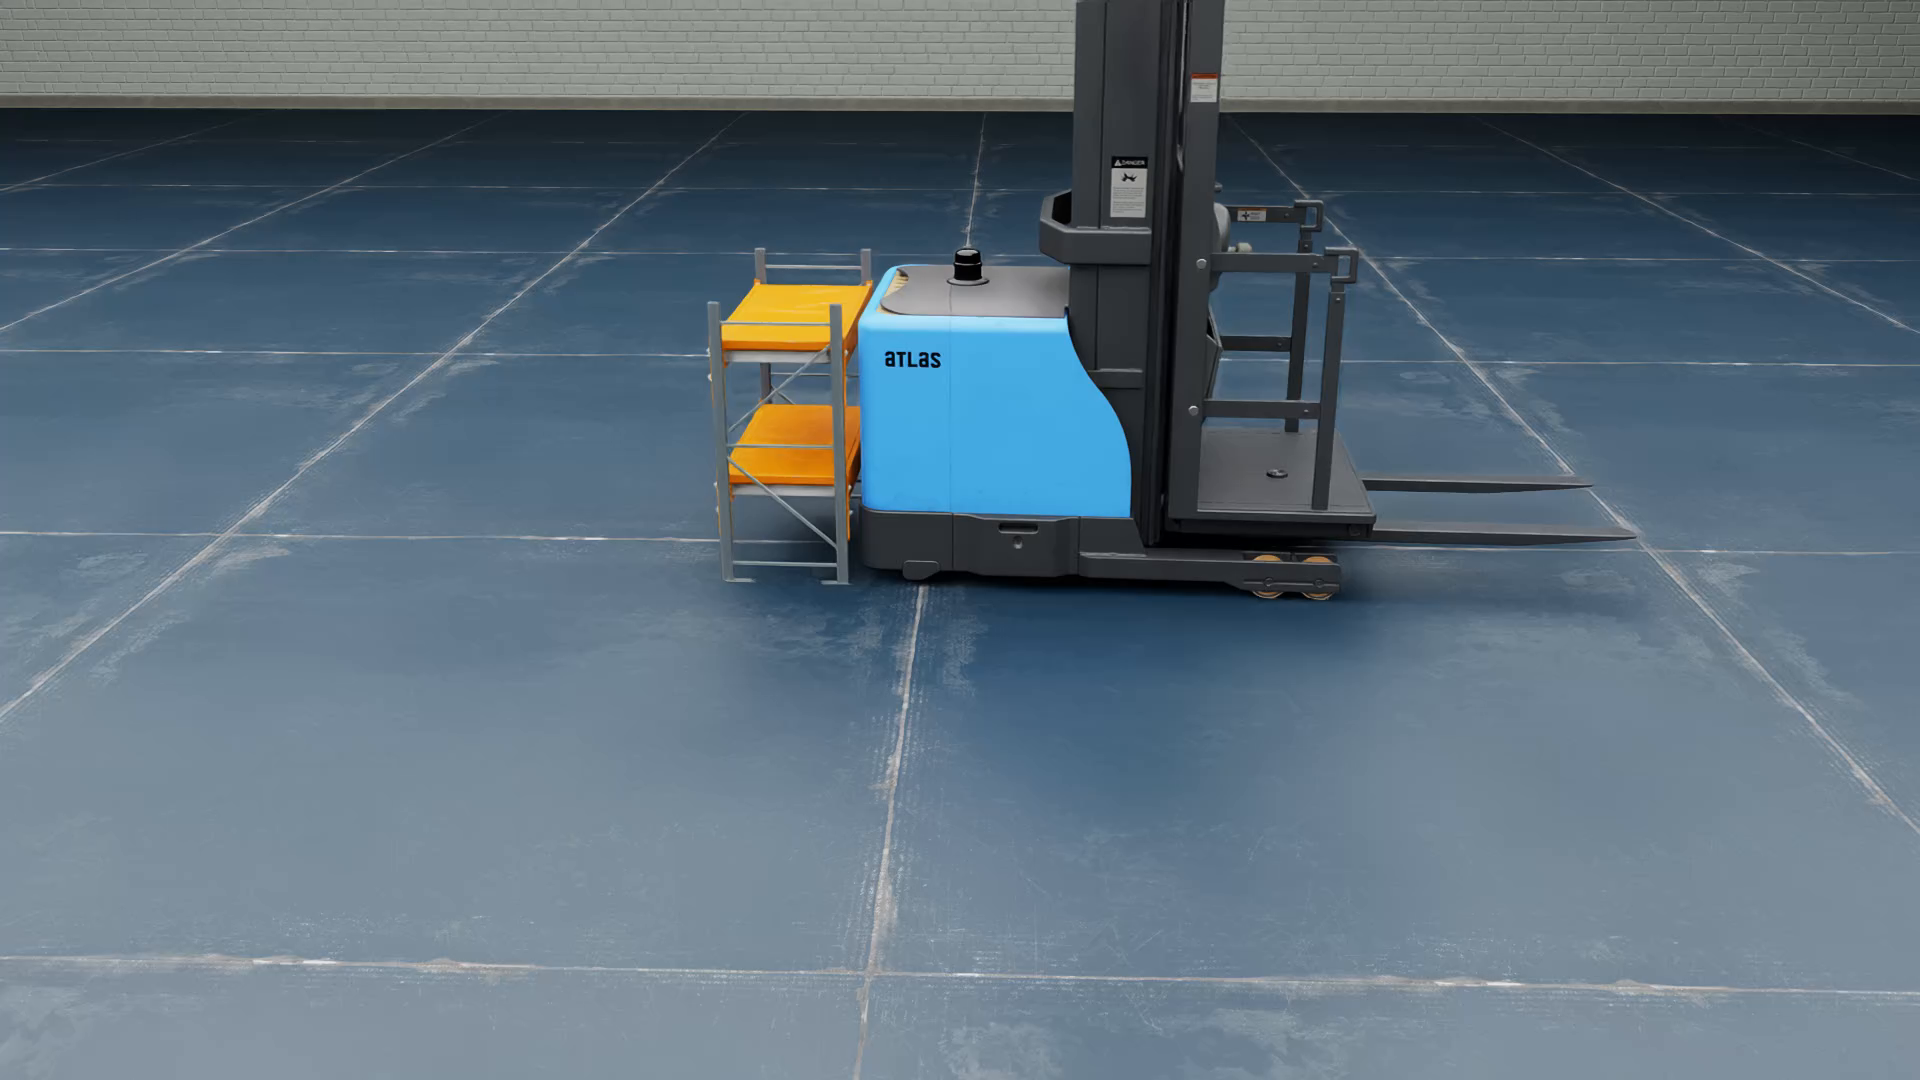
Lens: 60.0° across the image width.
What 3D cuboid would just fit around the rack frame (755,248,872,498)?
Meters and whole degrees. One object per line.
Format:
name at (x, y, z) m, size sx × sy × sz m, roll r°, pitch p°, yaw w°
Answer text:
rack frame at (-0.631, -0.724, 7.340) m, size 0.500 × 1.125 × 0.032 m, roll 1°, pitch 21°, yaw 3°

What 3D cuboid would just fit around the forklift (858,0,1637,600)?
forklift at (1.144, -1.334, 6.416) m, size 3.031 × 2.935 × 1.130 m, roll 2°, pitch 21°, yaw 4°

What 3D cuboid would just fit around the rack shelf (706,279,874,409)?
rack shelf at (-0.661, -0.813, 6.761) m, size 0.538 × 0.278 × 1.000 m, roll 1°, pitch 21°, yaw 3°

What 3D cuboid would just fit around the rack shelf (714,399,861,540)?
rack shelf at (-0.661, -0.313, 6.955) m, size 0.538 × 0.278 × 1.000 m, roll 1°, pitch 21°, yaw 3°

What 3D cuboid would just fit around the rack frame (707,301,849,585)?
rack frame at (-0.691, -0.357, 6.394) m, size 0.500 × 1.125 × 0.032 m, roll 1°, pitch 21°, yaw 3°

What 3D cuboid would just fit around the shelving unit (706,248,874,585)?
shelving unit at (-0.661, -0.541, 6.867) m, size 0.538 × 1.125 × 1.048 m, roll 1°, pitch 21°, yaw 3°
